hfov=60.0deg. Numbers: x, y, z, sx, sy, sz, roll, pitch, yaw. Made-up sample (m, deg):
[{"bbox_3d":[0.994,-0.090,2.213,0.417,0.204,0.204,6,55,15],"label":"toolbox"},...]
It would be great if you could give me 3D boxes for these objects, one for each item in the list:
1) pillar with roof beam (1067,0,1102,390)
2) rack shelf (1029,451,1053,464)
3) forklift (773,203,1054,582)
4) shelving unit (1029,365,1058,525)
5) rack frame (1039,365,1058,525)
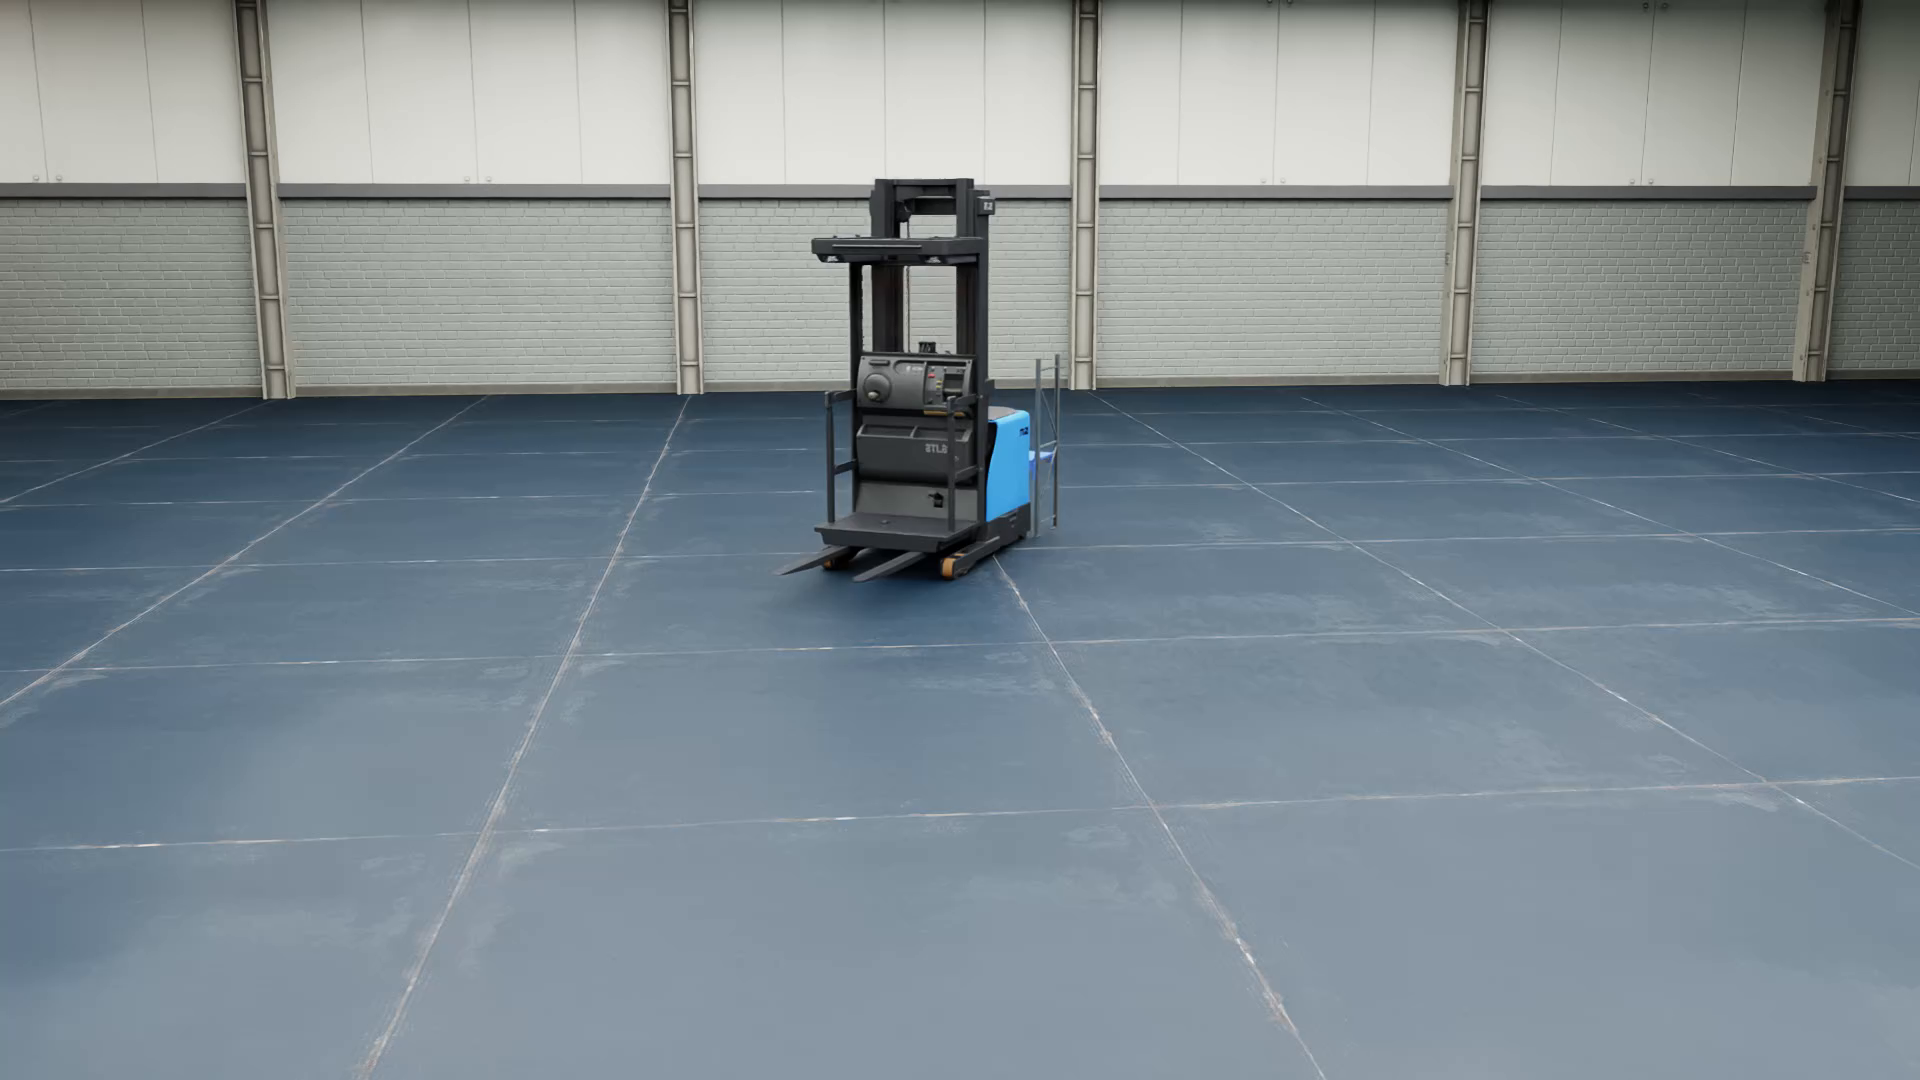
[{"bbox_3d":[2.354,-5.940,20.753,0.400,9.000,9.100,-1,11,-6],"label":"pillar with roof beam"},{"bbox_3d":[0.273,-0.716,14.299,0.952,0.062,0.459,5,12,23],"label":"rack shelf"},{"bbox_3d":[-6.932,-0.788,8.550,10.237,3.598,16.363,4,12,21],"label":"forklift"},{"bbox_3d":[0.291,-0.843,14.267,0.991,1.308,0.475,5,12,23],"label":"shelving unit"},{"bbox_3d":[0.739,-0.805,14.074,0.013,1.308,0.475,5,12,23],"label":"rack frame"}]
